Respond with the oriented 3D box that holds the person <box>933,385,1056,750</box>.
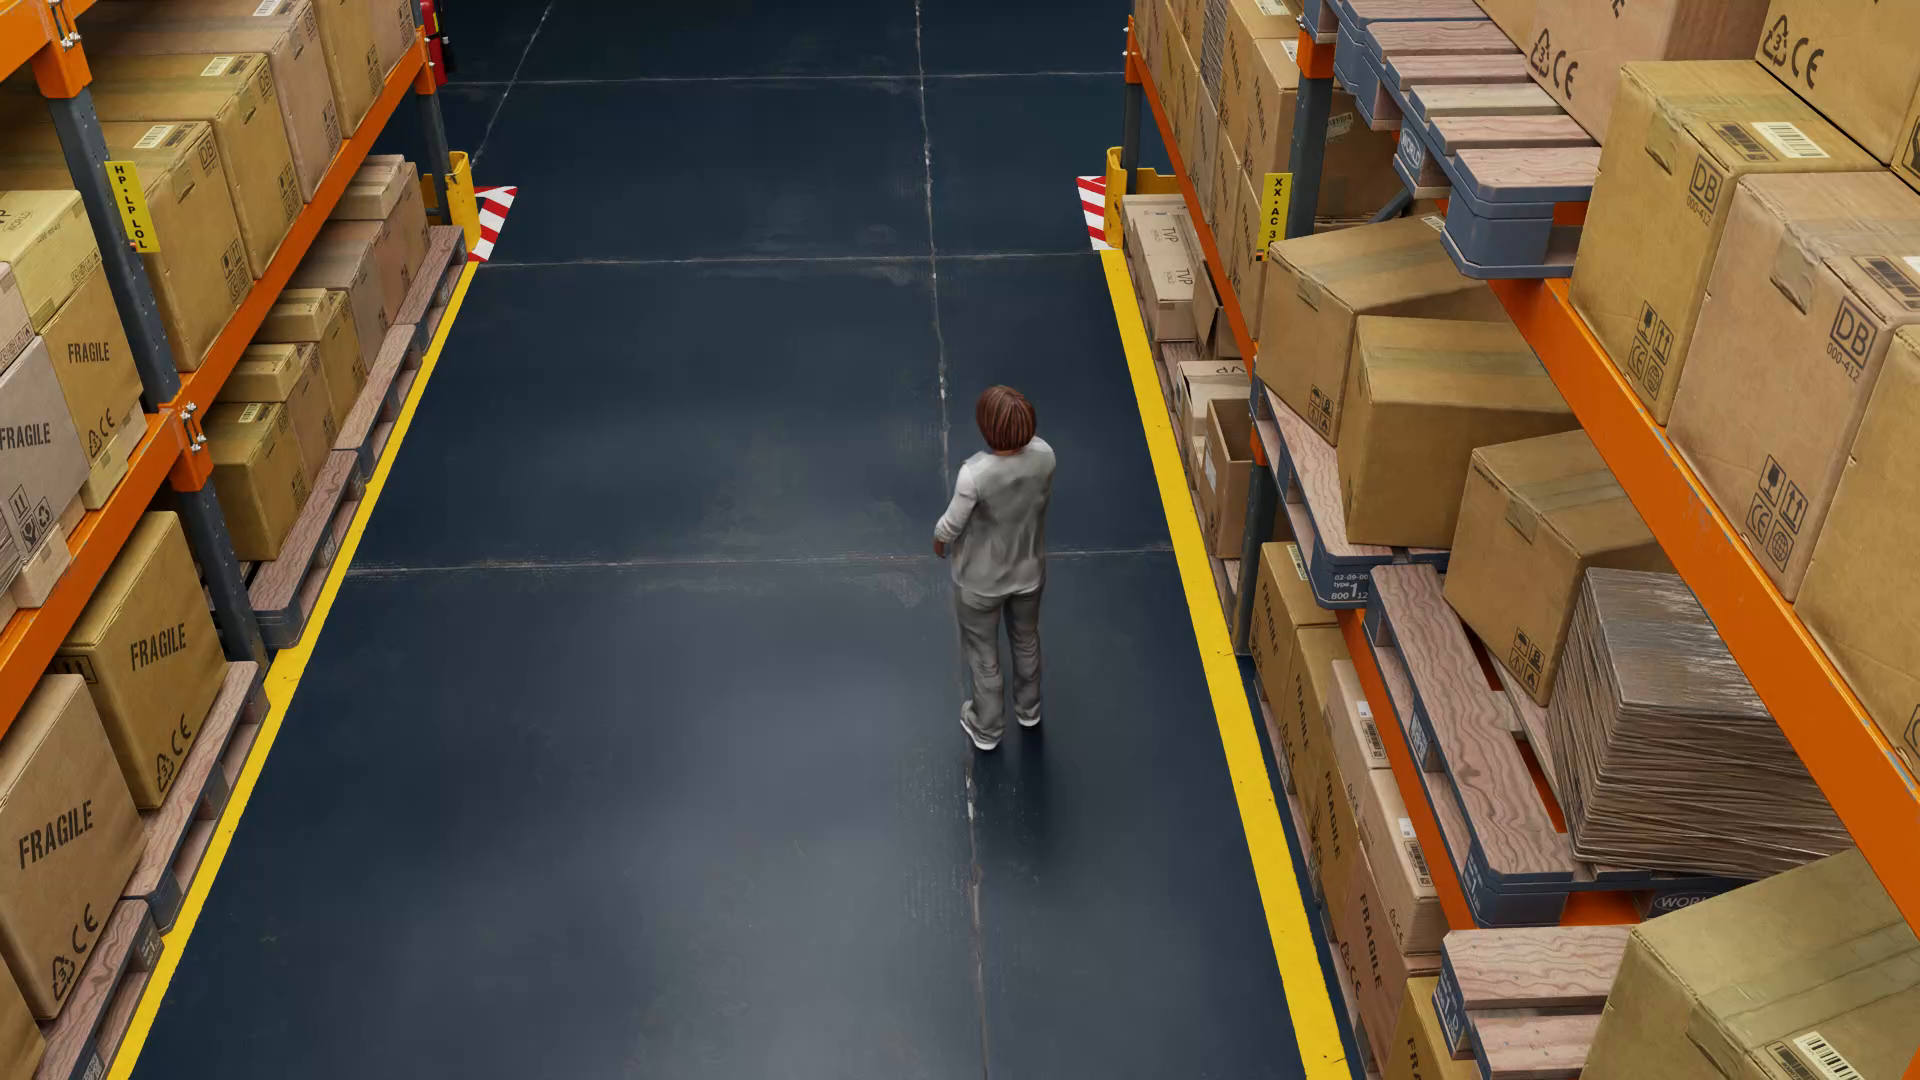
[{"bbox_3d":[0.134,0.087,6.024,0.480,1.601,0.438,-17,39,-22],"label":"person"}]
